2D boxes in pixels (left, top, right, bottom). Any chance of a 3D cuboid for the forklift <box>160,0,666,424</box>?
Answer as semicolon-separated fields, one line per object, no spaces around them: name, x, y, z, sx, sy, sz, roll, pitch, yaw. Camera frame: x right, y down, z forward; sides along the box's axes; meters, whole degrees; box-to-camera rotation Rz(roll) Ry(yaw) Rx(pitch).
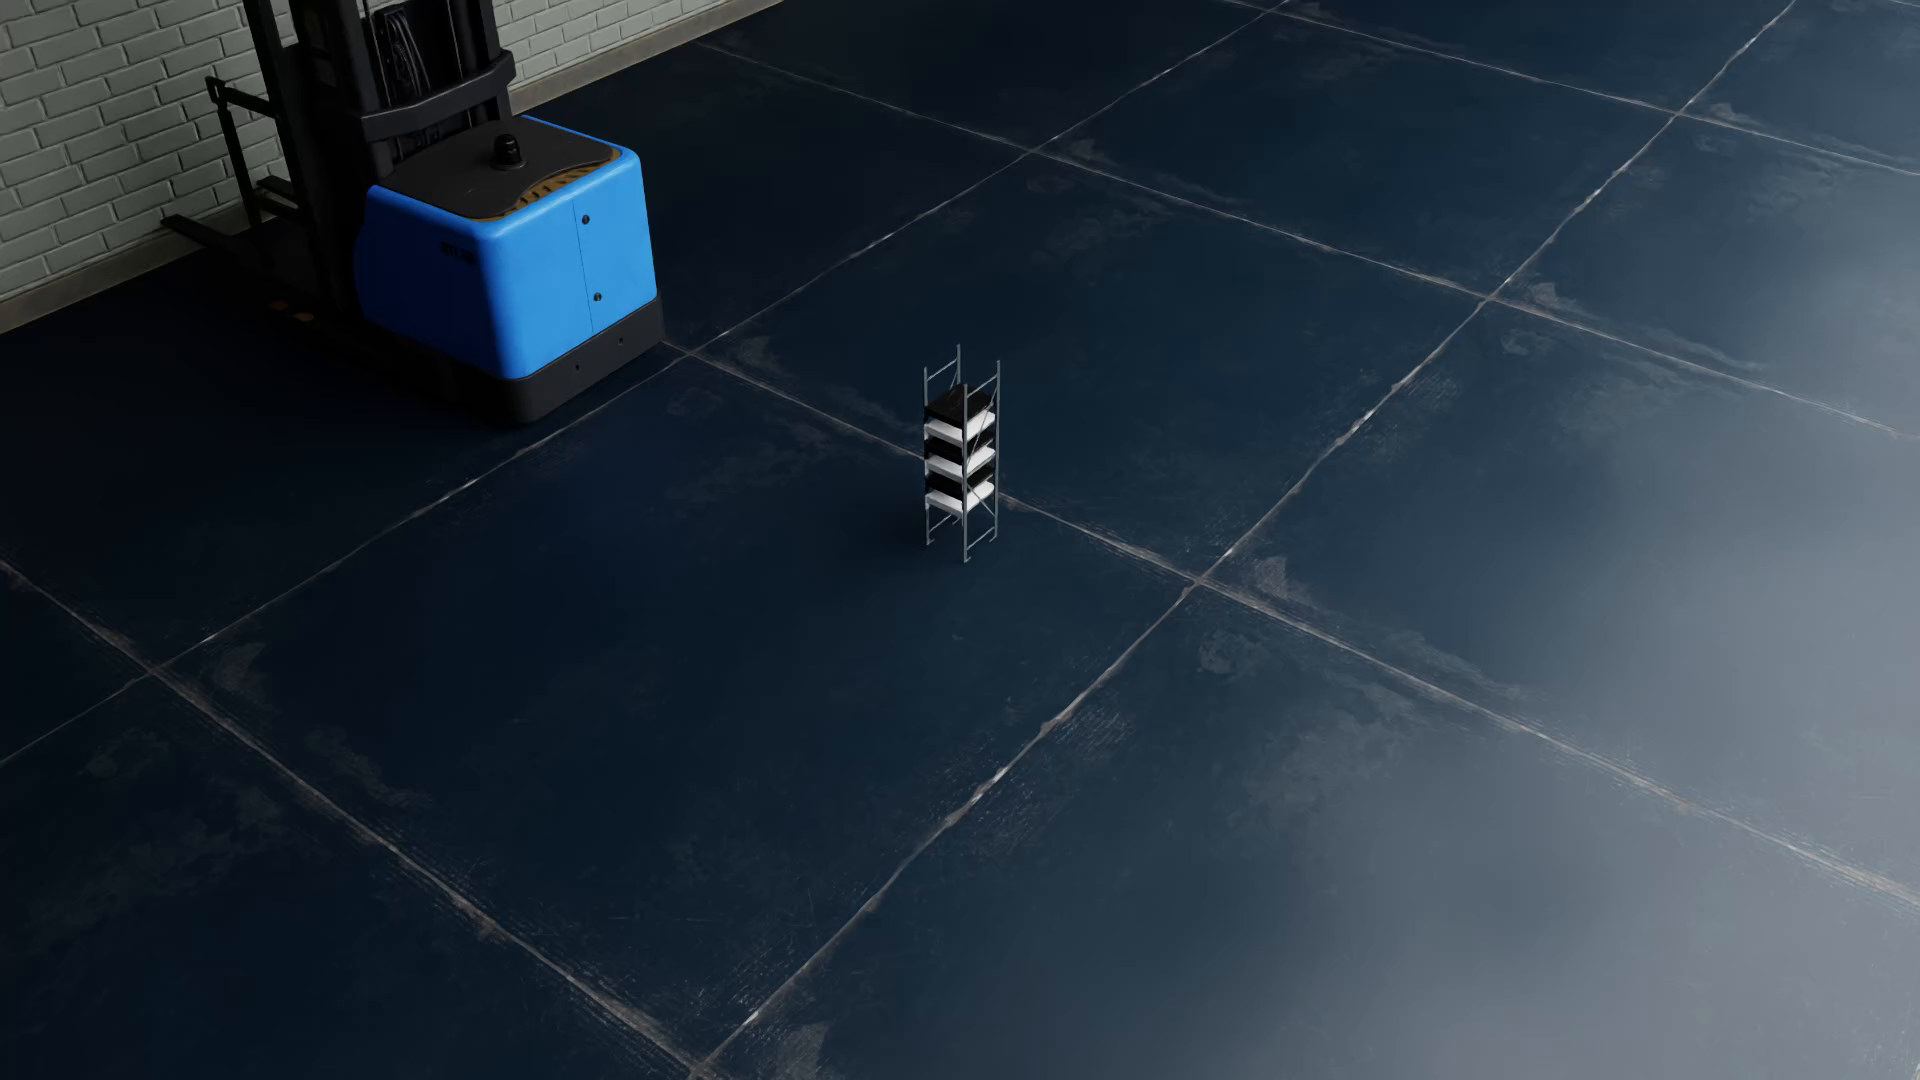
forklift;-3.005;-2.410;7.951;3.031;2.935;1.130;23;43;26

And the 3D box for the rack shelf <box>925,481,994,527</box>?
rack shelf;0.006;-0.183;7.100;0.200;0.077;0.258;25;45;29

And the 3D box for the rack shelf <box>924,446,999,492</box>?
rack shelf;0.006;-0.325;6.989;0.200;0.077;0.258;25;45;29

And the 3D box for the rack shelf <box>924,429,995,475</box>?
rack shelf;0.006;-0.396;6.934;0.200;0.077;0.258;25;45;29

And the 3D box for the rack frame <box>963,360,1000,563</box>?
rack frame;0.087;-0.313;6.920;0.006;0.900;0.240;25;45;29

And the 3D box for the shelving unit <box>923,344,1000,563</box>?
shelving unit;0.006;-0.351;6.969;0.210;0.900;0.258;25;45;29

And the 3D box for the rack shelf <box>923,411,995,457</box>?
rack shelf;0.006;-0.467;6.878;0.200;0.077;0.258;25;45;29

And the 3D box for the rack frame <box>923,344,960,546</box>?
rack frame;-0.074;-0.389;7.017;0.006;0.900;0.240;25;45;29

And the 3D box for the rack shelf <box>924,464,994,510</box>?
rack shelf;0.006;-0.254;7.045;0.200;0.077;0.258;25;45;29

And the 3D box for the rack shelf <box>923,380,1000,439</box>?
rack shelf;0.006;-0.538;6.823;0.200;0.077;0.258;25;45;29
